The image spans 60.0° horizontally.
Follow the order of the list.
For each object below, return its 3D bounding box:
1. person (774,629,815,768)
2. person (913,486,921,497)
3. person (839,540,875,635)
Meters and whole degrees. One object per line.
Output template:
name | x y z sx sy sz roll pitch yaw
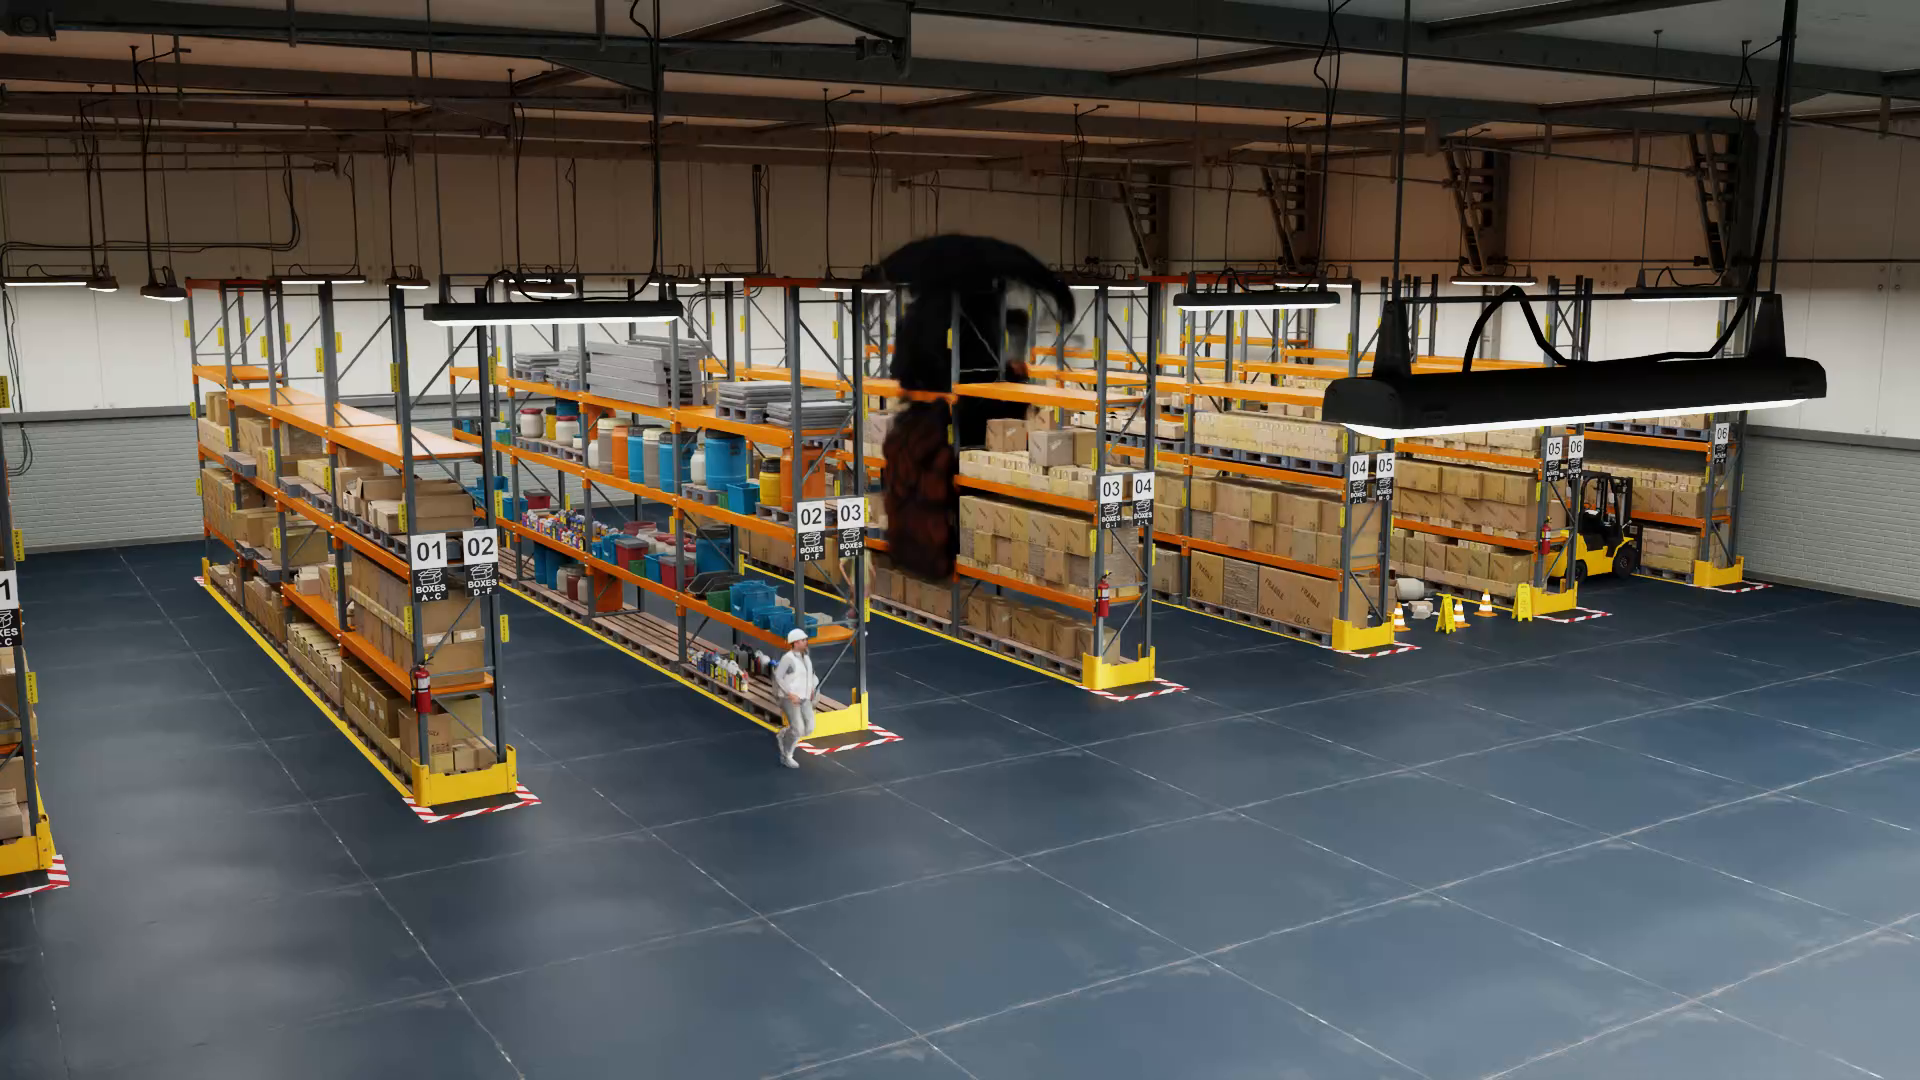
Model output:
person | -2.091 1.987 21.140 0.543 1.724 0.704 6 11 30
person | -1.058 -1.706 43.184 0.735 1.699 0.588 -7 12 -37
person | -1.608 0.733 27.029 0.608 1.648 0.459 -8 12 -38
